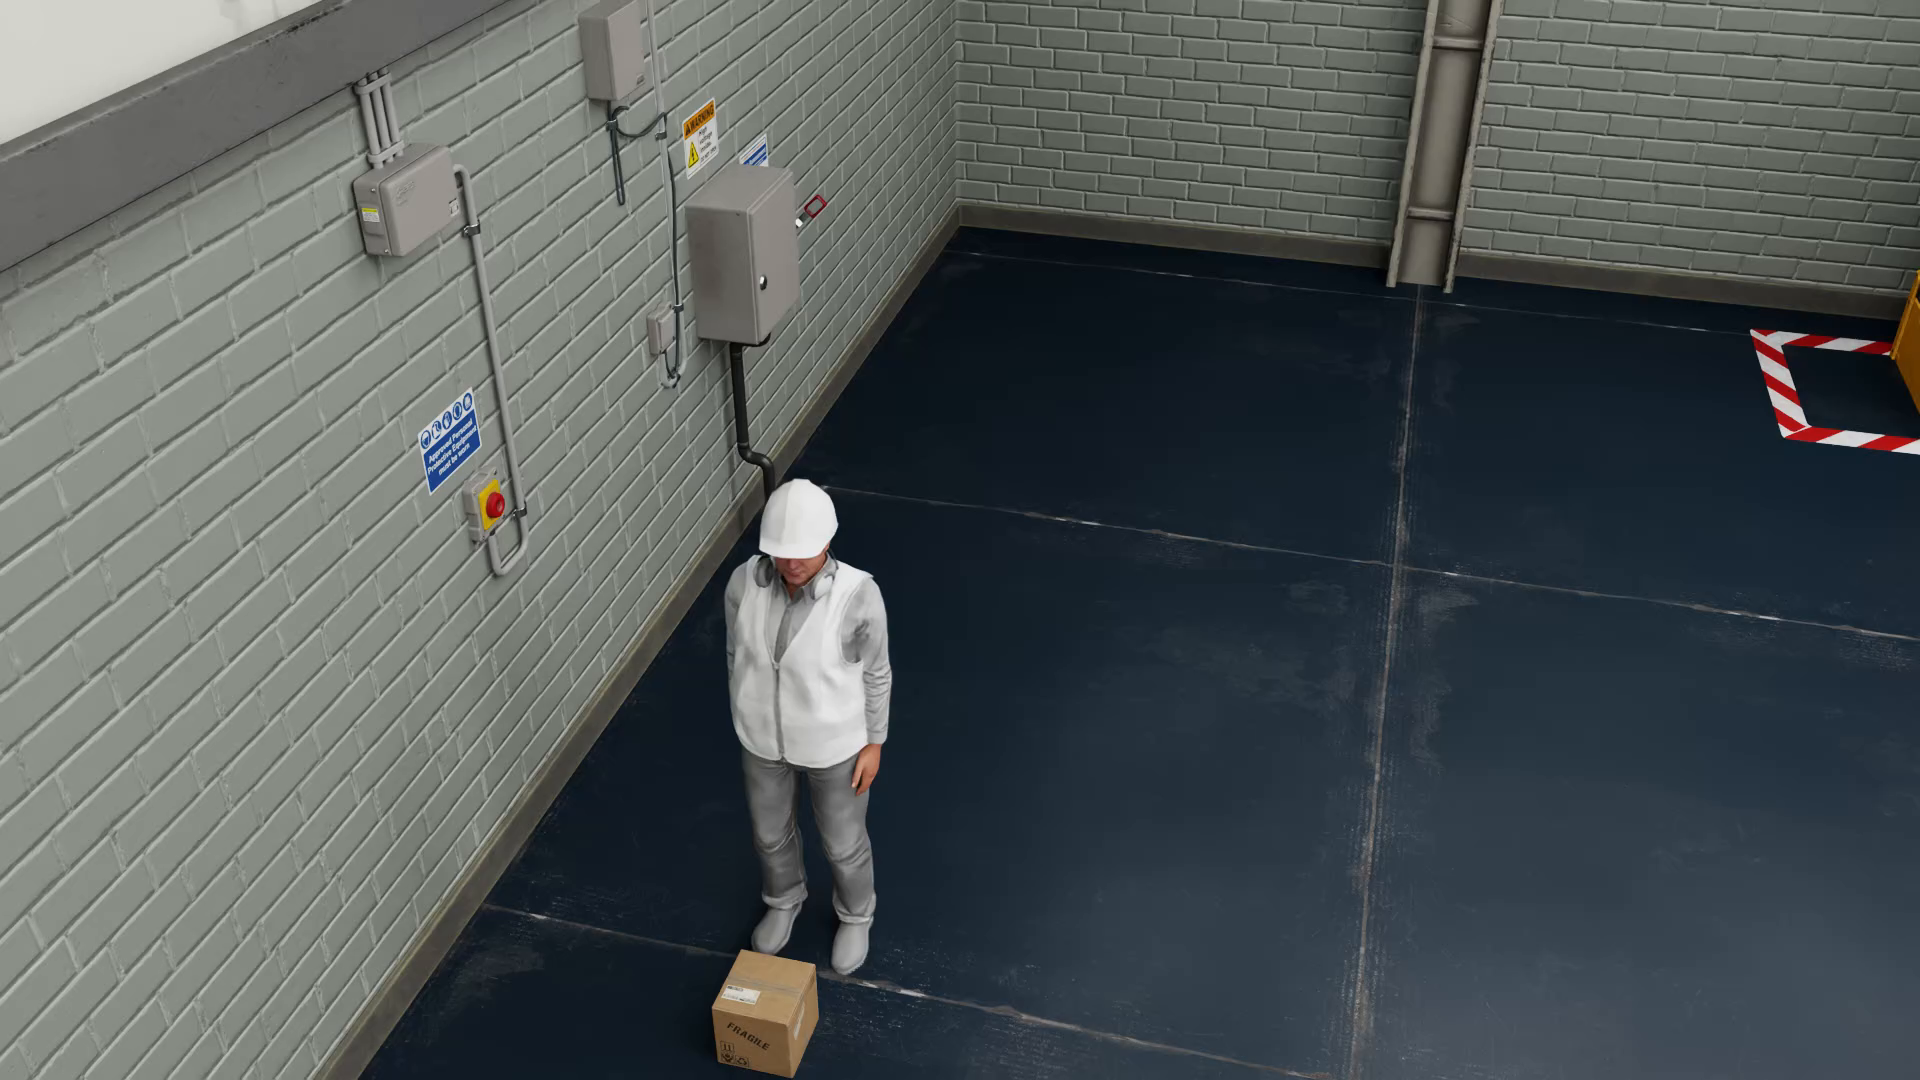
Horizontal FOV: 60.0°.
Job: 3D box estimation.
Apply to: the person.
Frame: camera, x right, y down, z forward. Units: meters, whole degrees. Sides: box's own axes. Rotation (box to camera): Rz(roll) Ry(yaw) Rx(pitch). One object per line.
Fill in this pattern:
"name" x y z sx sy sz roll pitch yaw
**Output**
"person" -0.471 0.606 5.184 0.532 1.780 0.359 9 34 13
